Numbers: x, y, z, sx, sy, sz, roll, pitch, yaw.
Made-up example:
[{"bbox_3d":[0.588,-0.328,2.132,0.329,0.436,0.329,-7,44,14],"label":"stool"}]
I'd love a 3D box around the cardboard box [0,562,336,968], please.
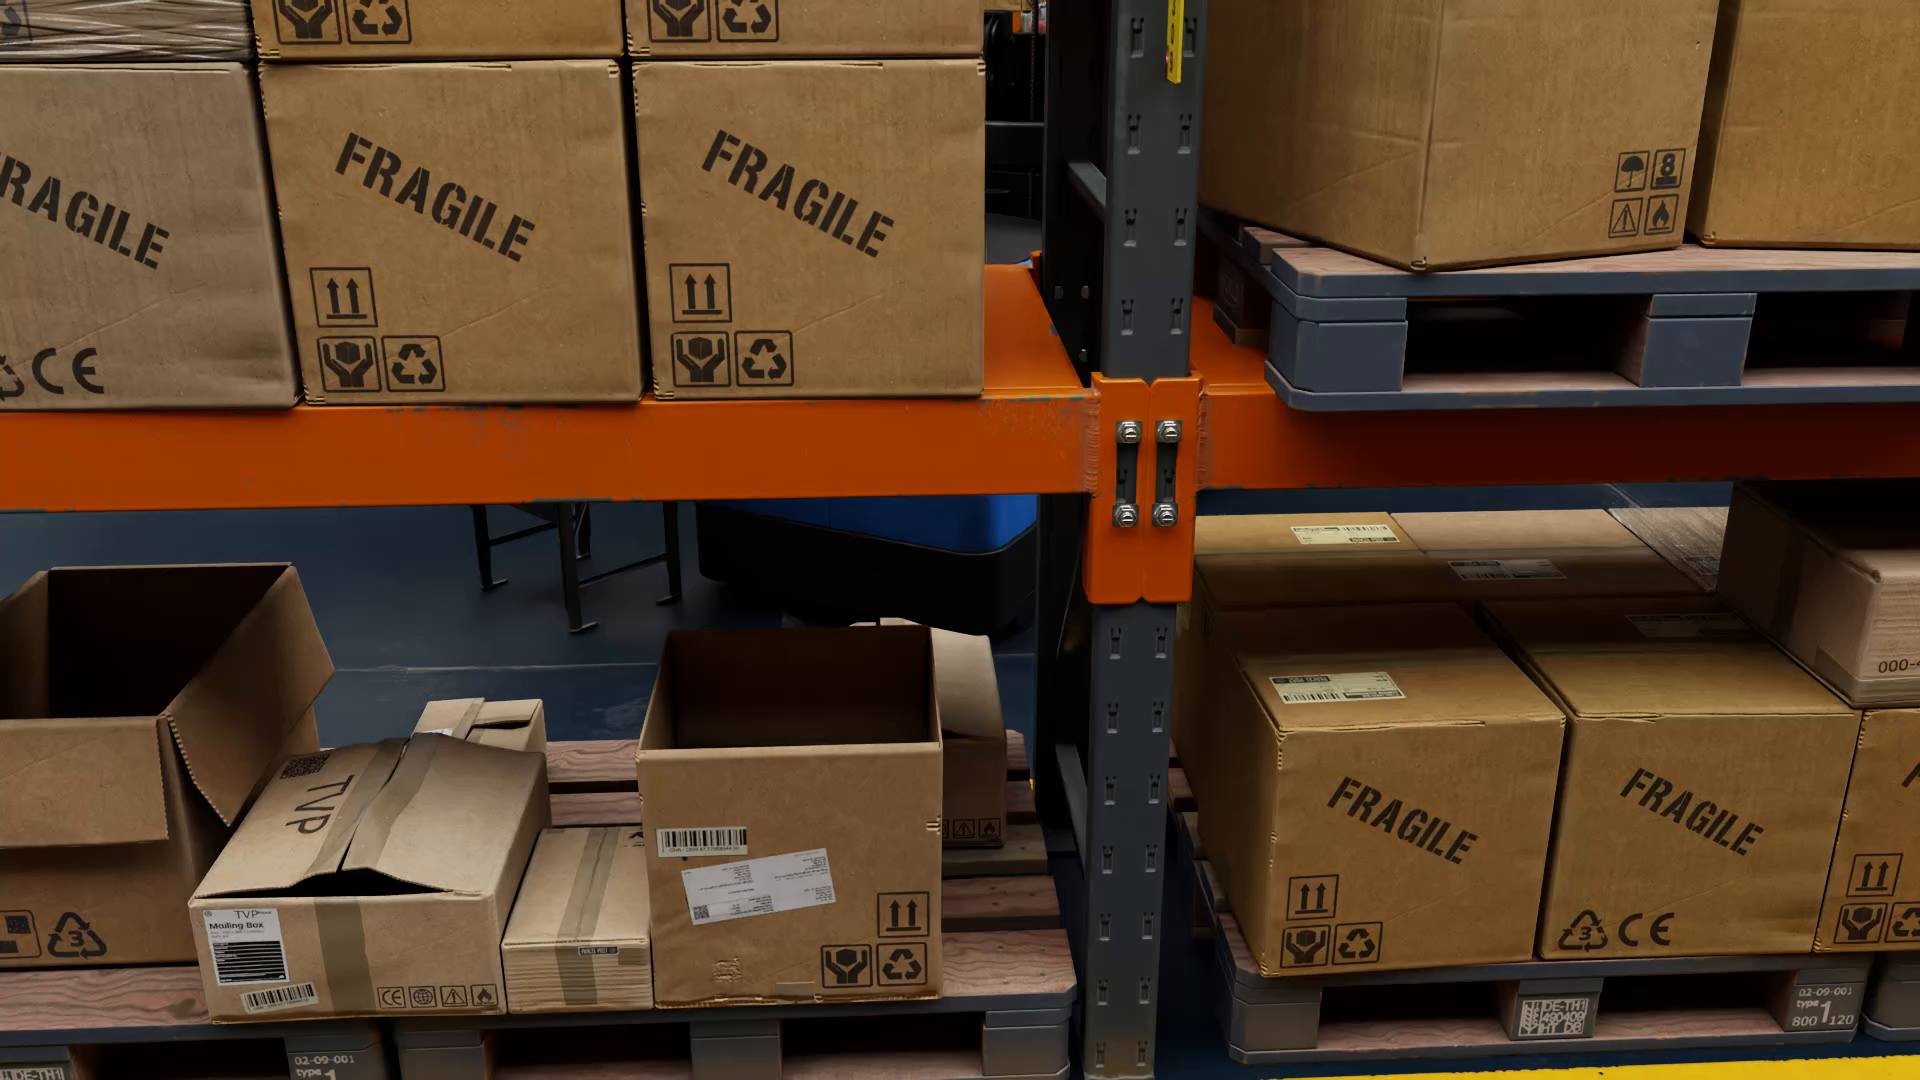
[{"bbox_3d":[-1.614,0.412,3.213,0.637,0.503,0.797,-1,21,-3],"label":"cardboard box"}]

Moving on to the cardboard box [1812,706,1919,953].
[{"bbox_3d":[1.789,0.428,3.176,0.500,0.500,0.500,-1,21,-2],"label":"cardboard box"}]

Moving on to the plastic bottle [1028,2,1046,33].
[{"bbox_3d":[0.393,-2.218,7.302,0.185,0.351,0.144,-1,21,-3],"label":"plastic bottle"}]

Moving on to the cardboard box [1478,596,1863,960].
[{"bbox_3d":[1.290,0.436,3.156,0.500,0.500,0.500,-1,21,-2],"label":"cardboard box"}]

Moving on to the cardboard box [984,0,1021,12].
[{"bbox_3d":[0.173,-4.075,11.969,0.500,0.500,0.500,-1,21,-3],"label":"cardboard box"}]

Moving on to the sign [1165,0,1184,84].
[{"bbox_3d":[0.300,-0.801,2.292,0.005,0.325,0.100,-1,21,-3],"label":"sign"}]

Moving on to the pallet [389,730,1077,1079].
[{"bbox_3d":[-0.424,0.728,3.413,1.213,0.211,1.003,-1,21,-3],"label":"pallet"}]

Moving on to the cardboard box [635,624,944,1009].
[{"bbox_3d":[-0.291,0.486,3.024,0.500,0.500,0.500,-1,21,-3],"label":"cardboard box"}]

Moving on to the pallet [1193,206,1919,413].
[{"bbox_3d":[1.065,-0.477,2.927,1.213,0.211,1.003,-1,21,-3],"label":"pallet"}]

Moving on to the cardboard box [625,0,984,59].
[{"bbox_3d":[-0.229,-1.001,2.488,0.500,0.500,0.500,-1,21,-3],"label":"cardboard box"}]

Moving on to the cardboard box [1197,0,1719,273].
[{"bbox_3d":[0.747,-0.762,2.676,0.500,0.500,0.700,-9,22,-21],"label":"cardboard box"}]

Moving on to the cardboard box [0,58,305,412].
[{"bbox_3d":[-1.250,-0.512,2.610,0.500,0.500,0.500,-1,21,-2],"label":"cardboard box"}]

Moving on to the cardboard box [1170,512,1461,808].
[{"bbox_3d":[0.738,0.262,3.613,0.500,0.500,0.500,-1,21,-3],"label":"cardboard box"}]

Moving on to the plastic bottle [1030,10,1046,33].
[{"bbox_3d":[0.373,-2.150,7.217,0.133,0.283,0.061,-1,21,-3],"label":"plastic bottle"}]

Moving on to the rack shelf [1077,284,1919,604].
[{"bbox_3d":[2.258,-0.293,3.187,4.000,0.370,1.077,-1,21,-3],"label":"rack shelf"}]

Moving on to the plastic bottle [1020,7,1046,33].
[{"bbox_3d":[0.357,-2.414,7.919,0.135,0.276,0.152,-1,21,-3],"label":"plastic bottle"}]

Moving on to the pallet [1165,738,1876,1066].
[{"bbox_3d":[1.071,0.684,3.527,1.213,0.211,1.003,-1,21,-3],"label":"pallet"}]

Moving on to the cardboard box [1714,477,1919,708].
[{"bbox_3d":[1.757,0.080,3.037,0.500,0.250,0.500,-1,21,-3],"label":"cardboard box"}]

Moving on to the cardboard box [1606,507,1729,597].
[{"bbox_3d":[1.732,0.245,3.658,0.500,0.500,0.500,-1,21,-2],"label":"cardboard box"}]

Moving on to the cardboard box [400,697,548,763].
[{"bbox_3d":[-1.033,0.482,3.502,0.250,0.166,0.380,-1,21,-3],"label":"cardboard box"}]

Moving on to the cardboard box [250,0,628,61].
[{"bbox_3d":[-0.740,-0.989,2.458,0.500,0.500,0.500,-2,21,-4],"label":"cardboard box"}]

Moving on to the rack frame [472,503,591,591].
[{"bbox_3d":[-1.357,-0.875,4.968,0.015,2.100,0.400,19,28,40],"label":"rack frame"}]

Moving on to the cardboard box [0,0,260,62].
[{"bbox_3d":[-1.243,-0.979,2.432,0.500,0.500,0.500,-1,21,-3],"label":"cardboard box"}]

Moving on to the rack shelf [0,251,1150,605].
[{"bbox_3d":[-1.735,-0.212,2.974,4.000,0.370,1.077,-1,21,-3],"label":"rack shelf"}]

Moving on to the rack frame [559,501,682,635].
[{"bbox_3d":[-1.004,-0.755,4.653,0.015,2.100,0.400,19,28,40],"label":"rack frame"}]

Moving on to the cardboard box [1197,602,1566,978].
[{"bbox_3d":[0.758,0.450,3.117,0.500,0.500,0.500,-2,21,-5],"label":"cardboard box"}]

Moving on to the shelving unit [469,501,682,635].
[{"bbox_3d":[-1.181,-0.815,4.811,0.503,2.100,0.431,19,28,40],"label":"shelving unit"}]

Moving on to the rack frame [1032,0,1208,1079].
[{"bbox_3d":[0.261,-0.589,2.952,0.127,3.000,1.000,-1,21,-3],"label":"rack frame"}]

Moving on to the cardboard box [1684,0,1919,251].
[{"bbox_3d":[1.430,-0.799,2.772,0.500,0.500,0.700,2,21,6],"label":"cardboard box"}]

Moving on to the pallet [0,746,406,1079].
[{"bbox_3d":[-1.645,0.754,3.345,1.213,0.211,1.003,-1,21,-3],"label":"pallet"}]

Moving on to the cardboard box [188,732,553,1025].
[{"bbox_3d":[-1.040,0.590,3.017,0.500,0.311,0.500,-1,21,-3],"label":"cardboard box"}]

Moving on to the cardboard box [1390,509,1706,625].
[{"bbox_3d":[1.232,0.255,3.631,0.500,0.500,0.500,-1,21,-3],"label":"cardboard box"}]

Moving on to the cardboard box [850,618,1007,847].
[{"bbox_3d":[-0.170,0.394,3.532,0.500,0.311,0.500,-1,21,-3],"label":"cardboard box"}]

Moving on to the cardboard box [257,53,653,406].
[{"bbox_3d":[-0.738,-0.524,2.640,0.500,0.500,0.500,-1,21,-2],"label":"cardboard box"}]

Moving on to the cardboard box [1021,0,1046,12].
[{"bbox_3d":[0.675,-4.086,11.997,0.500,0.500,0.500,-1,21,-3],"label":"cardboard box"}]

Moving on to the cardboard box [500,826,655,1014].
[{"bbox_3d":[-0.662,0.679,3.010,0.250,0.149,0.380,-1,21,-3],"label":"cardboard box"}]

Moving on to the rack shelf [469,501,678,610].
[{"bbox_3d":[-1.181,-0.148,5.064,0.480,0.518,0.431,19,28,40],"label":"rack shelf"}]

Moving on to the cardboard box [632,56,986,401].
[{"bbox_3d":[-0.223,-0.534,2.669,0.500,0.500,0.500,-1,21,-2],"label":"cardboard box"}]

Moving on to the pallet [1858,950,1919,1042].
[{"bbox_3d":[2.292,0.658,3.595,1.213,0.211,1.003,-1,21,-3],"label":"pallet"}]

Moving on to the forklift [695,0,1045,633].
[{"bbox_3d":[0.318,-1.587,5.670,1.130,2.935,3.031,11,23,26],"label":"forklift"}]

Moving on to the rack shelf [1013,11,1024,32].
[{"bbox_3d":[1.696,-3.813,12.430,4.000,0.370,1.077,-1,21,-3],"label":"rack shelf"}]
